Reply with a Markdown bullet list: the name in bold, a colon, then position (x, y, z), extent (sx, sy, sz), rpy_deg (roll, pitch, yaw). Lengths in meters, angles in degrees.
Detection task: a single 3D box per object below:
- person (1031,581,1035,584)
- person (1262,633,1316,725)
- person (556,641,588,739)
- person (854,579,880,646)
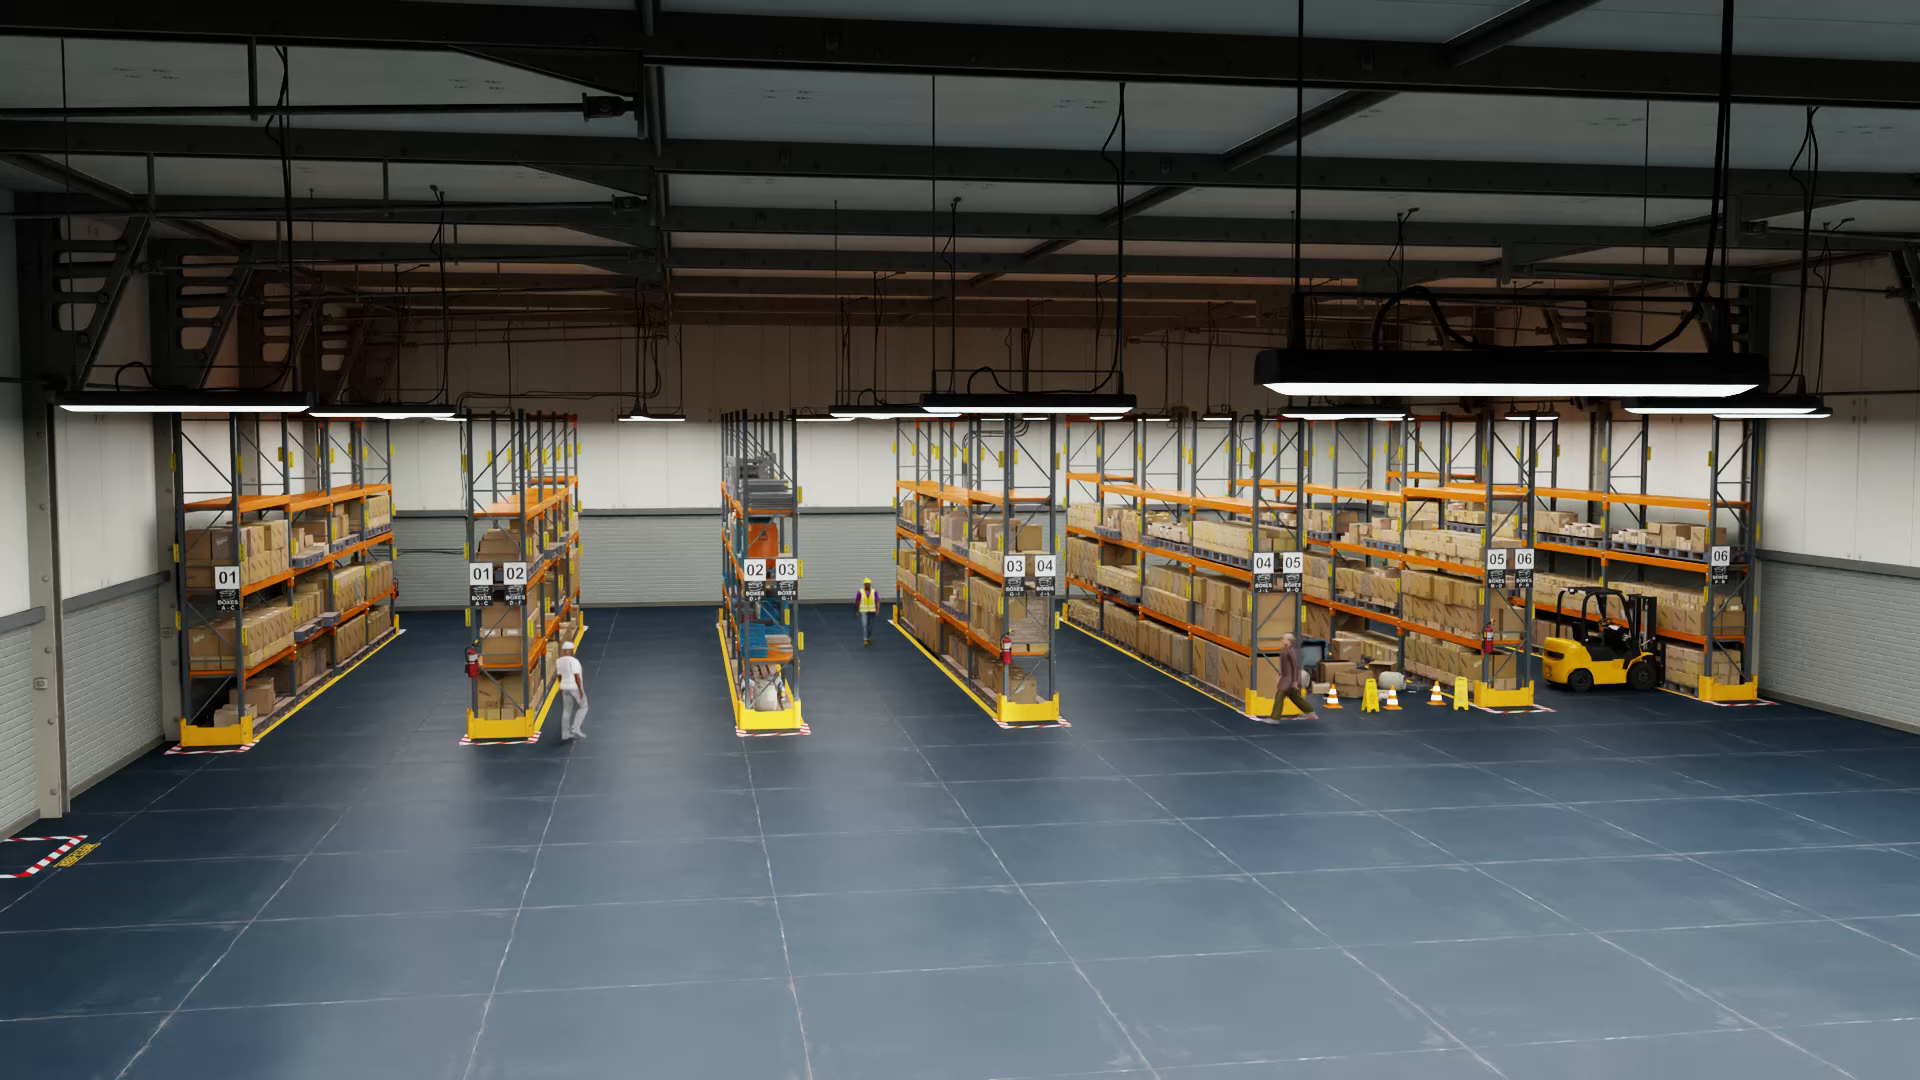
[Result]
- **person**: position (2.114, 1.304, 51.660), extent (0.521, 1.593, 1.061), rpy_deg (0, 4, 0)
- **person**: position (6.290, 2.640, 31.673), extent (1.144, 1.731, 0.581), rpy_deg (-1, 4, -9)
- **person**: position (-7.095, 2.720, 30.266), extent (0.646, 1.744, 0.505), rpy_deg (2, 4, 27)
- **person**: position (-2.380, 1.848, 42.984), extent (0.622, 1.697, 1.092), rpy_deg (-1, 4, -15)
